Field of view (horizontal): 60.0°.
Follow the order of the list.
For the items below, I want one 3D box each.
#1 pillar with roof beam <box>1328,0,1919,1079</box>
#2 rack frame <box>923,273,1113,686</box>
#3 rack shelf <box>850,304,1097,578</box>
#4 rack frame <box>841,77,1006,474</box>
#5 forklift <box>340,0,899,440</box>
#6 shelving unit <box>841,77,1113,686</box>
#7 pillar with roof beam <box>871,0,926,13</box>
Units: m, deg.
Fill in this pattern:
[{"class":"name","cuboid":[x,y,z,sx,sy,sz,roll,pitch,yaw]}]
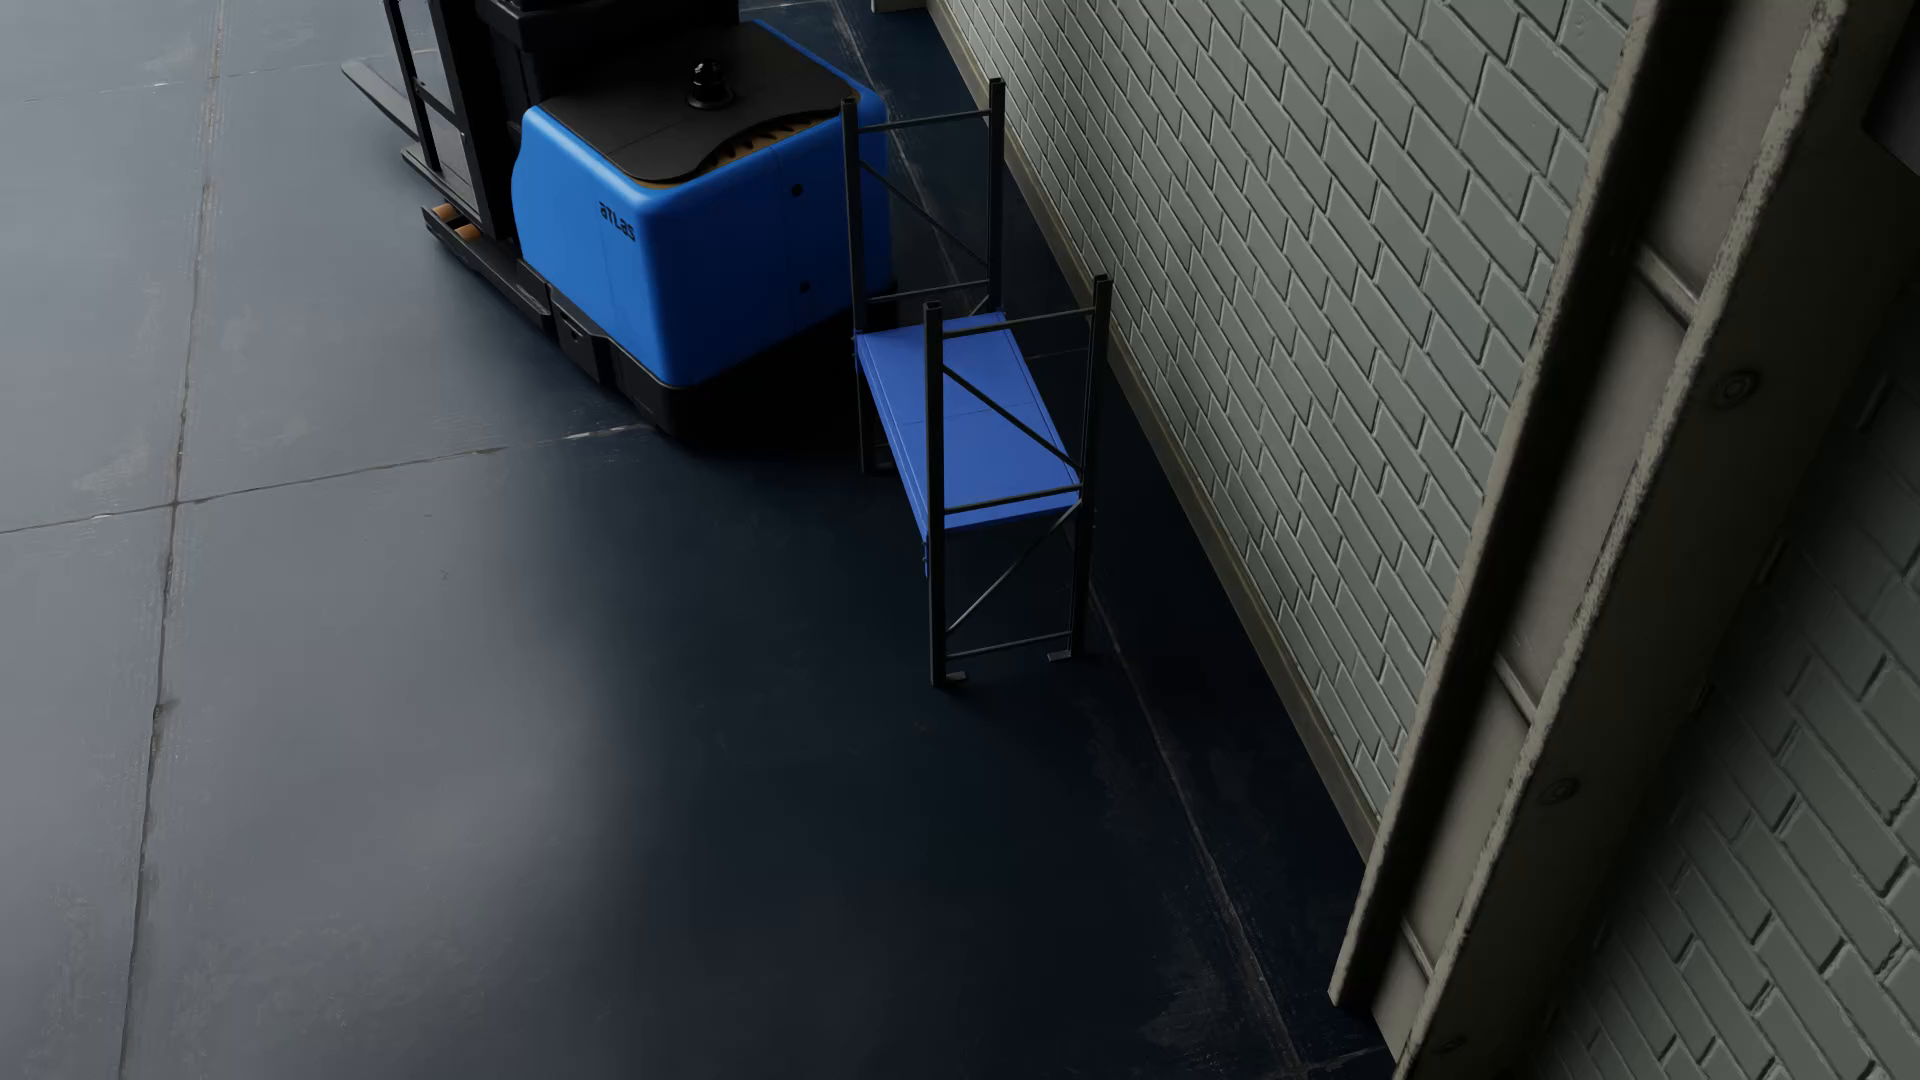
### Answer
[{"class":"pillar with roof beam","cuboid":[-2.959,-1.026,0.455,9.100,9.000,0.400,-11,47,-10]},{"class":"rack frame","cuboid":[0.152,-0.115,4.813,0.500,1.500,0.032,-11,47,-10]},{"class":"rack shelf","cuboid":[0.022,-0.340,5.285,0.538,0.185,1.000,-11,47,-10]},{"class":"rack frame","cuboid":[-0.108,-0.817,5.501,0.500,1.500,0.032,-11,47,-10]},{"class":"forklift","cuboid":[-1.579,-2.368,6.019,1.130,2.935,3.031,-32,53,-27]},{"class":"shelving unit","cuboid":[0.022,-0.466,5.157,0.538,1.500,1.048,-11,47,-10]},{"class":"pillar with roof beam","cuboid":[-4.495,-5.169,4.515,9.100,9.000,0.400,-11,47,-10]}]
